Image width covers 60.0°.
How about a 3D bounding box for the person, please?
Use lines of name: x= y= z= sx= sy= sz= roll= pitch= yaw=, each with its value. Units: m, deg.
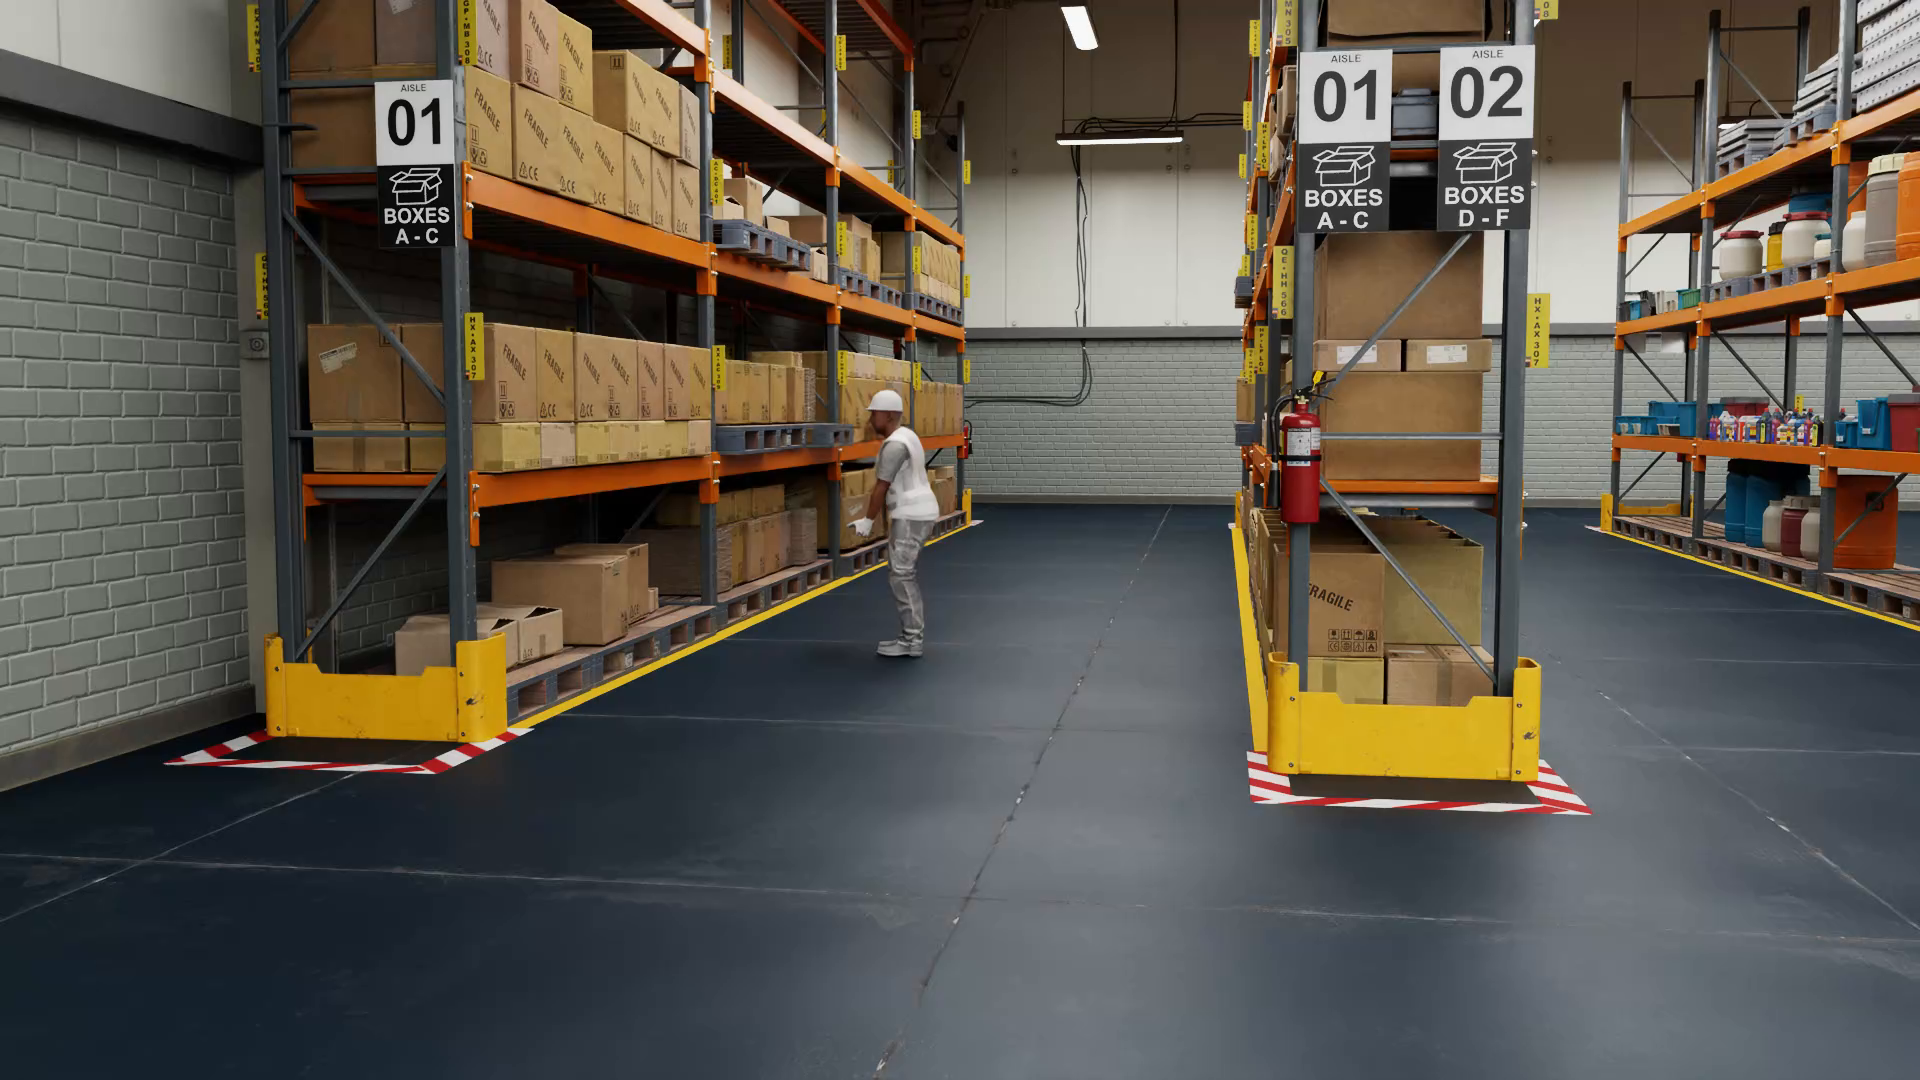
person: x=-0.440 y=-0.127 z=11.098 sx=0.578 sy=1.782 sz=0.490 roll=1 pitch=4 yaw=8
